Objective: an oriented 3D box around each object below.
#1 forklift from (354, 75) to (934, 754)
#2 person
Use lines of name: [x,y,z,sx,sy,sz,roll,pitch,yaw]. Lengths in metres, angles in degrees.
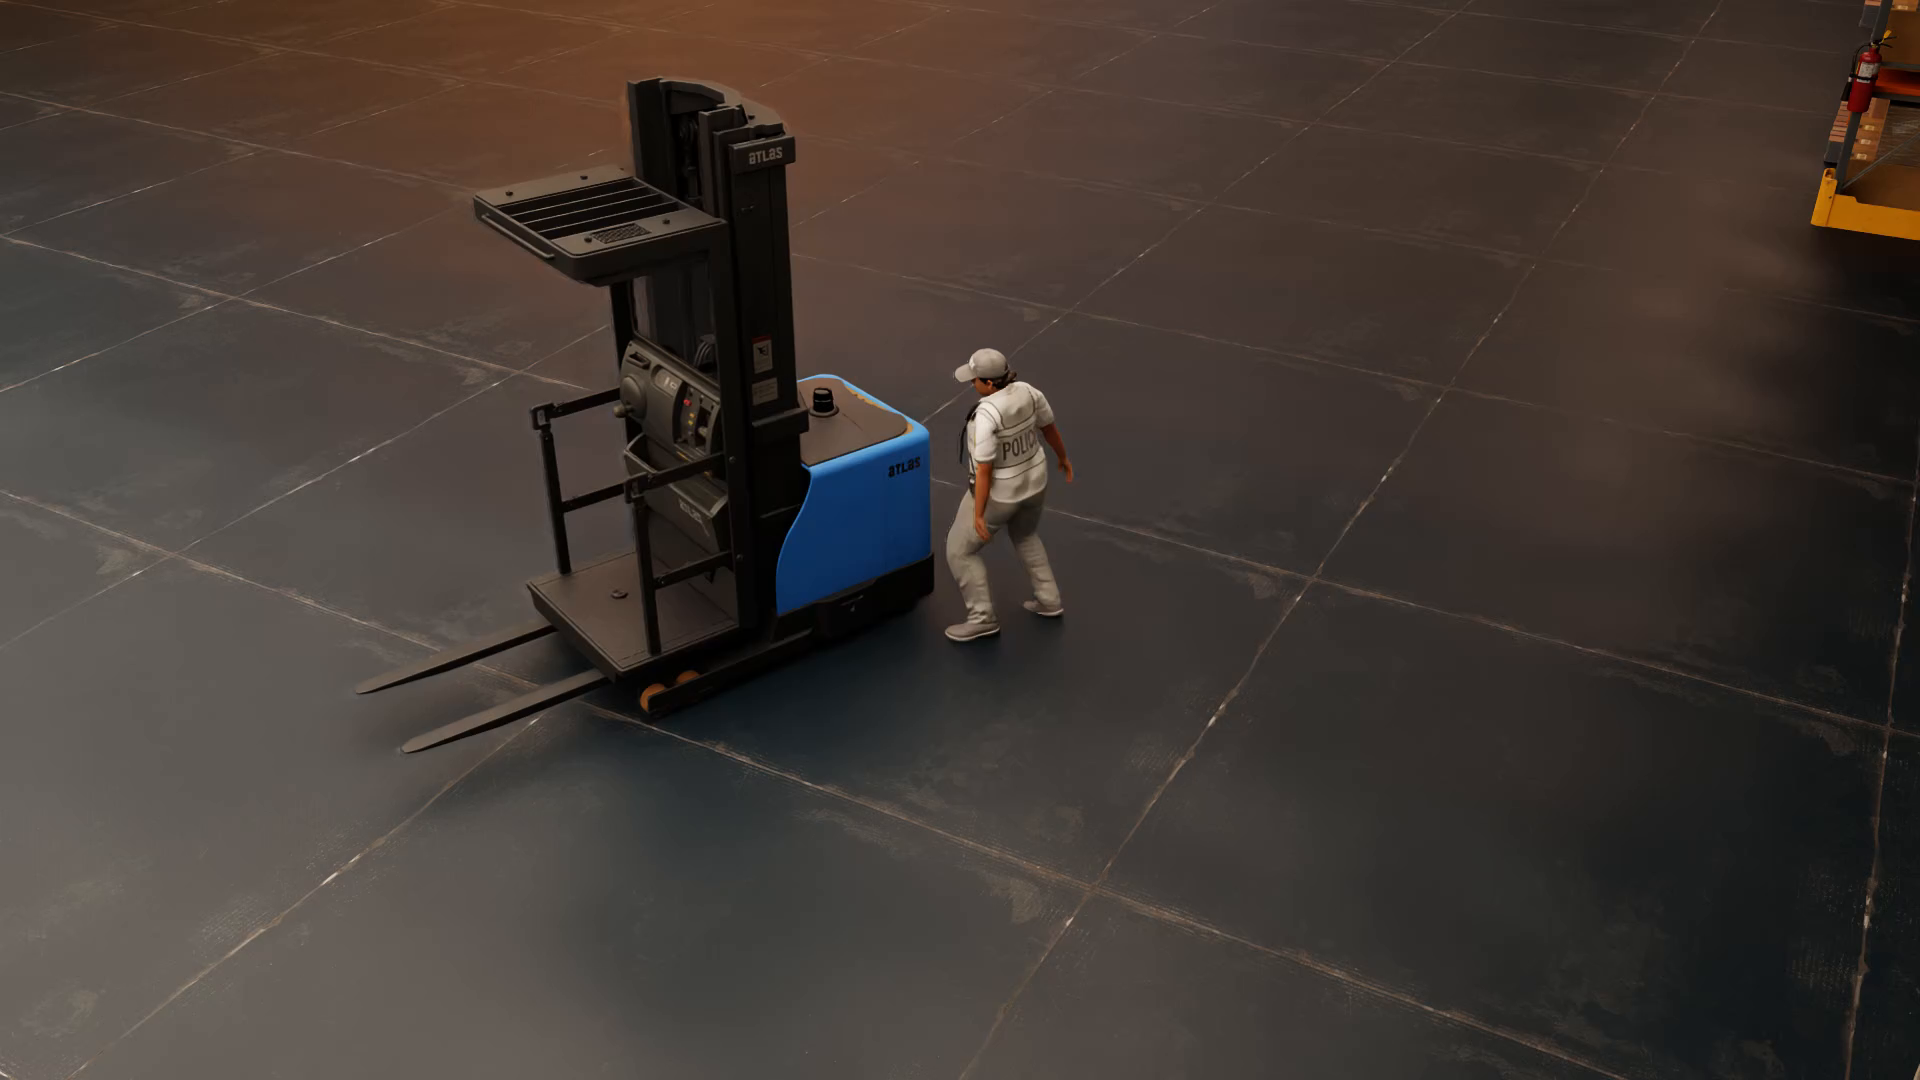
forklift: [-1.620,-0.670,8.232,3.031,2.935,1.130,-21,36,-32]
person: [0.269,-0.260,8.907,0.839,1.651,0.498,-26,39,-37]
